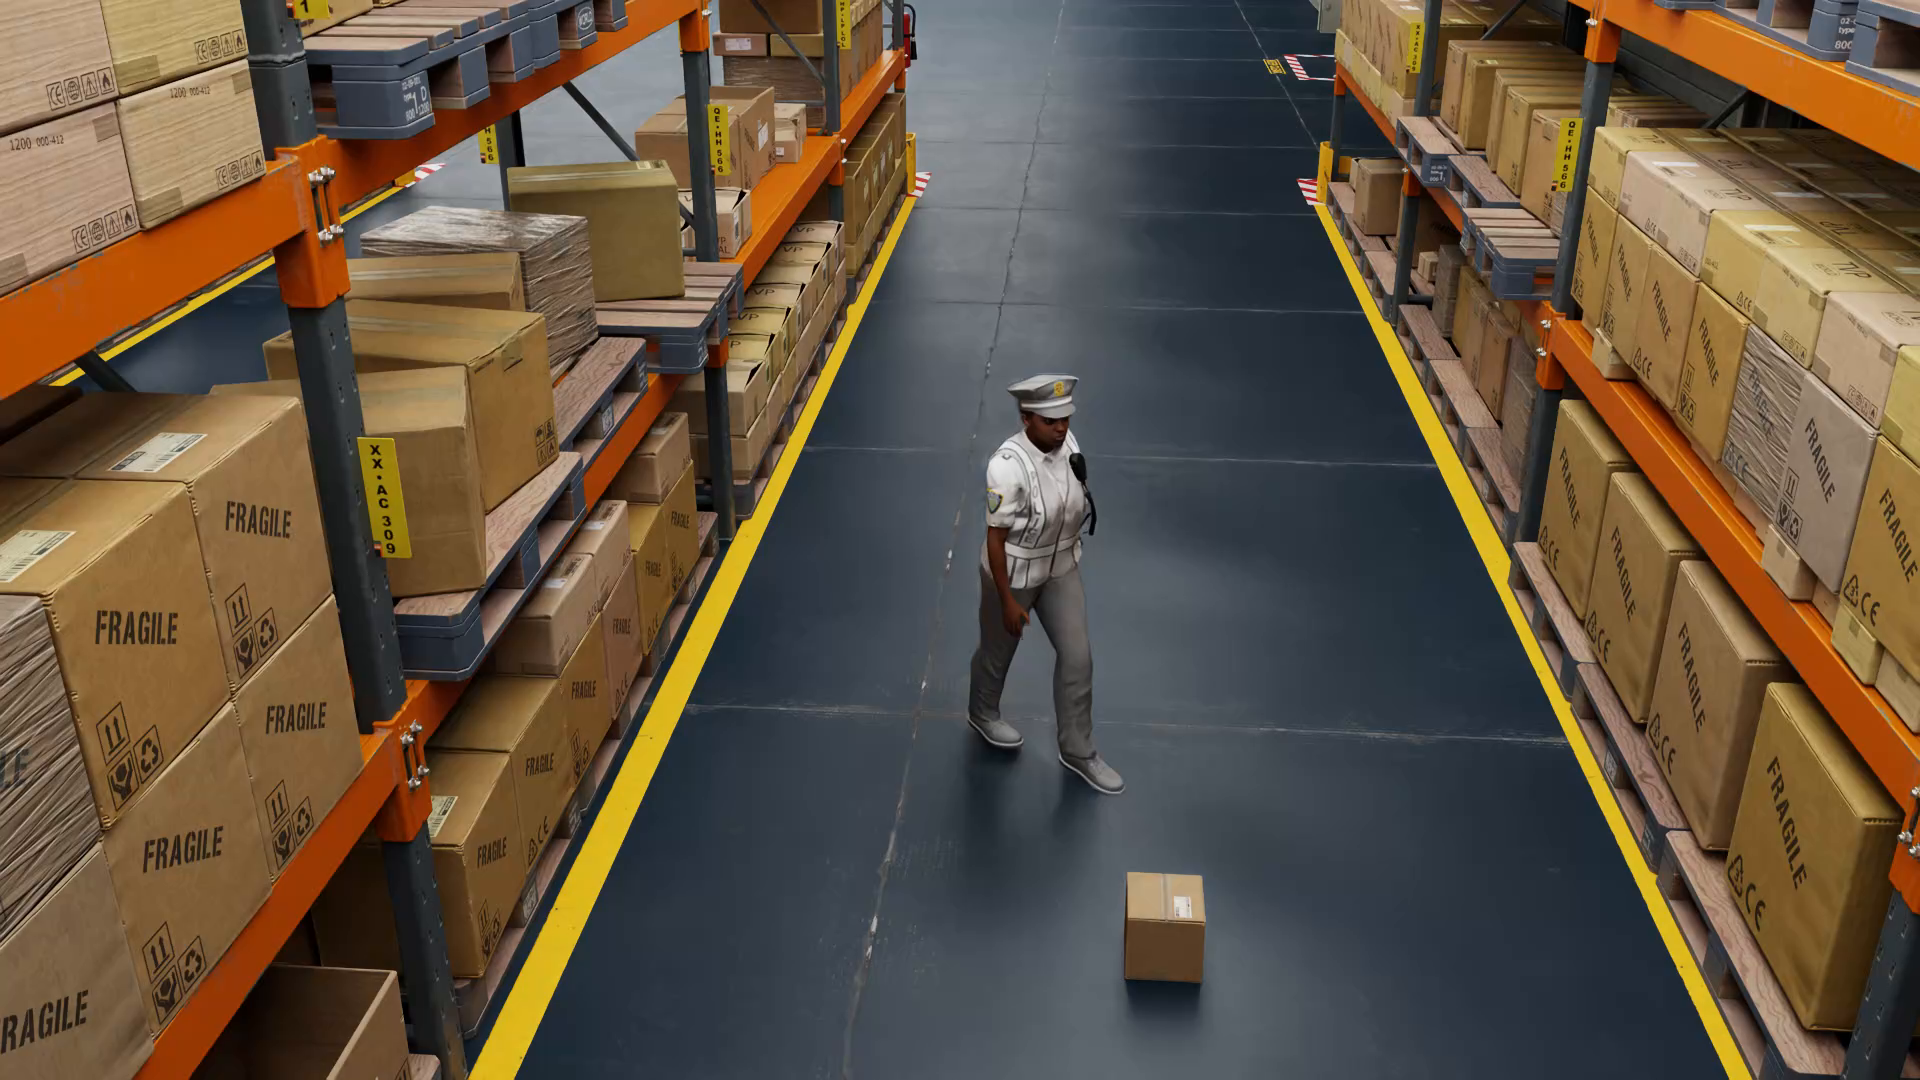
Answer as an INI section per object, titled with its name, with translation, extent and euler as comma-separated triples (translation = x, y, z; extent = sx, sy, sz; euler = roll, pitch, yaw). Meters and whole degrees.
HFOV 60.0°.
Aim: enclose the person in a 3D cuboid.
[person]
translation = 0.274, 0.145, 6.286
extent = 0.469, 1.681, 0.726
euler = -16, 29, -31
